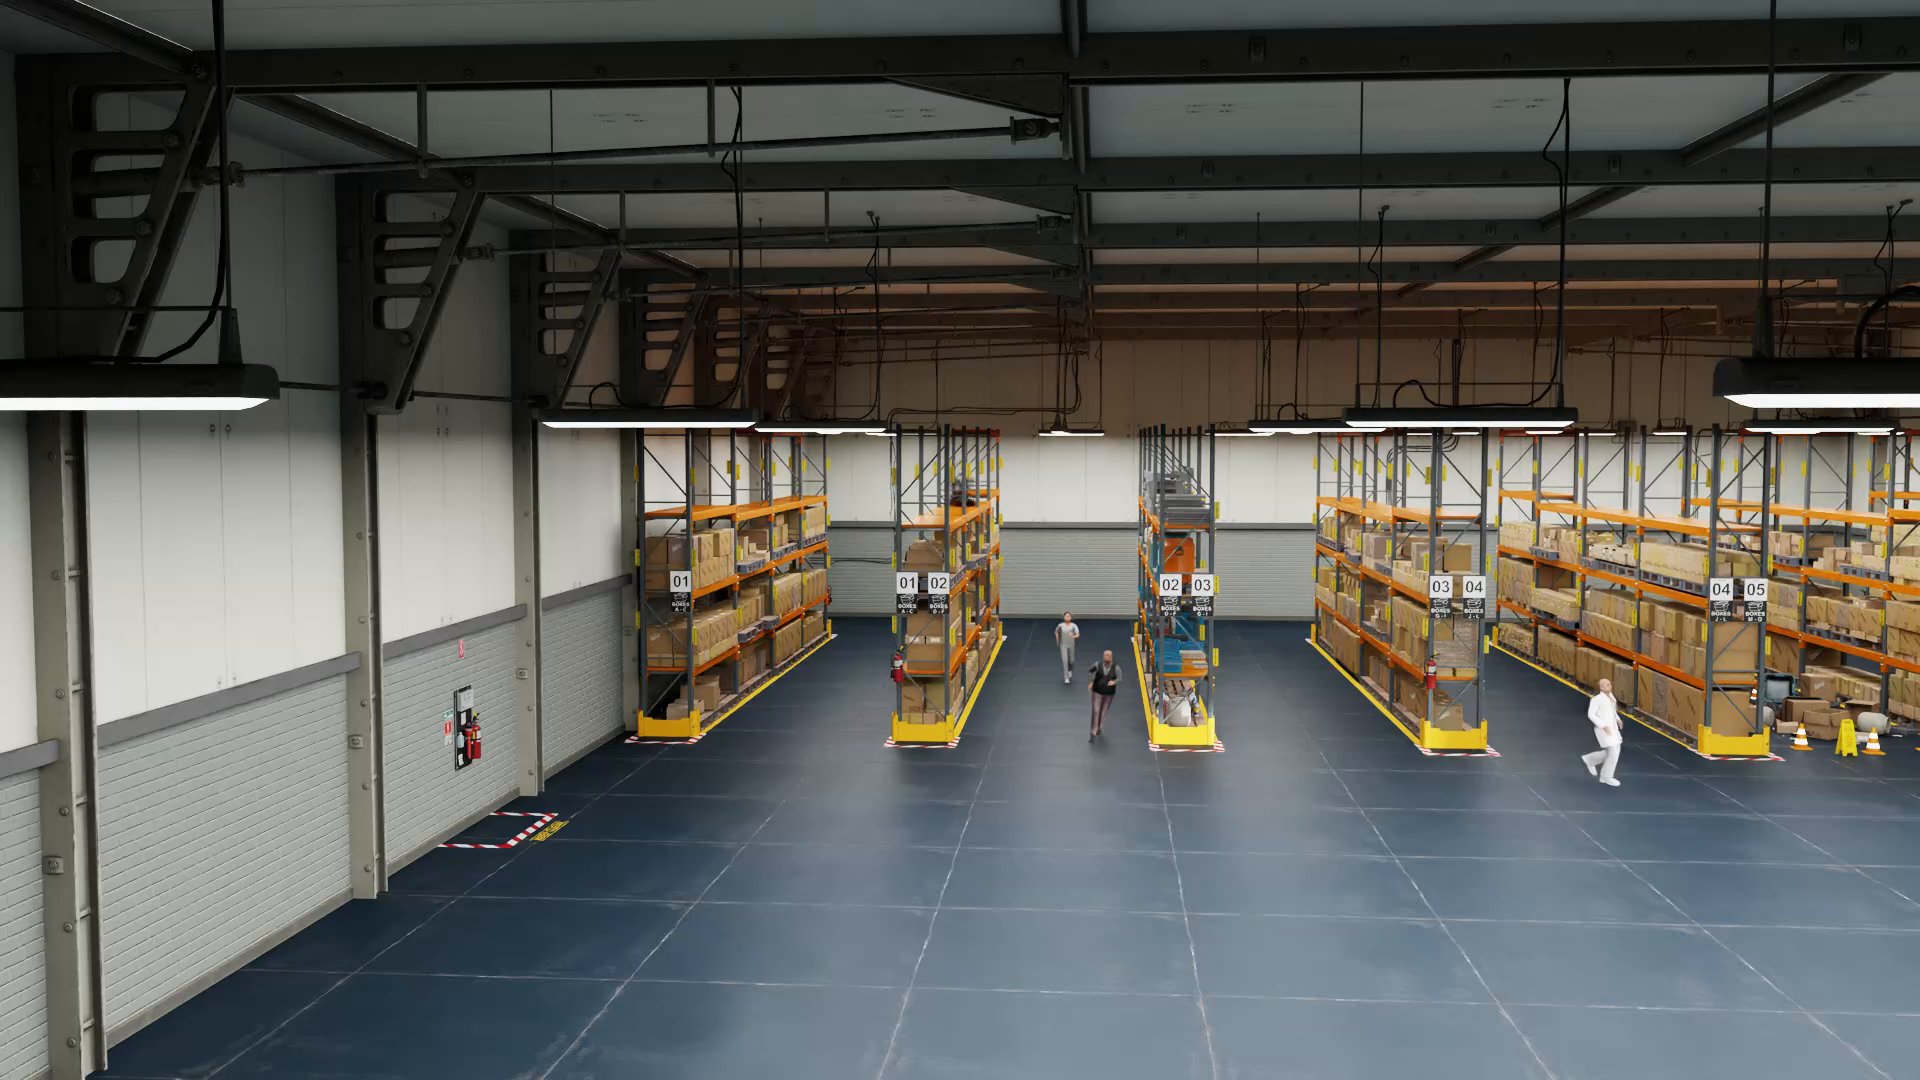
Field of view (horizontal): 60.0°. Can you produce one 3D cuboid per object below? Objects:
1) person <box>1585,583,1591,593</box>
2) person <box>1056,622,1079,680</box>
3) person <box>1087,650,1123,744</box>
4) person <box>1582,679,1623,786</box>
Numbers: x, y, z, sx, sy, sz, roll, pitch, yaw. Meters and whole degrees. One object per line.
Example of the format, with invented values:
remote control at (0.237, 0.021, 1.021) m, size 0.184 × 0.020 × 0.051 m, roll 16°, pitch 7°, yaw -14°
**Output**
person at (17.985, 2.038, 47.272) m, size 1.023 × 1.683 × 0.539 m, roll 0°, pitch 3°, yaw 2°
person at (2.527, 2.601, 39.145) m, size 0.538 × 1.330 × 0.743 m, roll 0°, pitch 3°, yaw 1°
person at (2.758, 2.947, 31.608) m, size 0.665 × 1.722 × 0.903 m, roll 0°, pitch 3°, yaw -1°
person at (10.693, 3.175, 27.673) m, size 0.707 × 1.754 × 0.672 m, roll -3°, pitch 5°, yaw -43°
